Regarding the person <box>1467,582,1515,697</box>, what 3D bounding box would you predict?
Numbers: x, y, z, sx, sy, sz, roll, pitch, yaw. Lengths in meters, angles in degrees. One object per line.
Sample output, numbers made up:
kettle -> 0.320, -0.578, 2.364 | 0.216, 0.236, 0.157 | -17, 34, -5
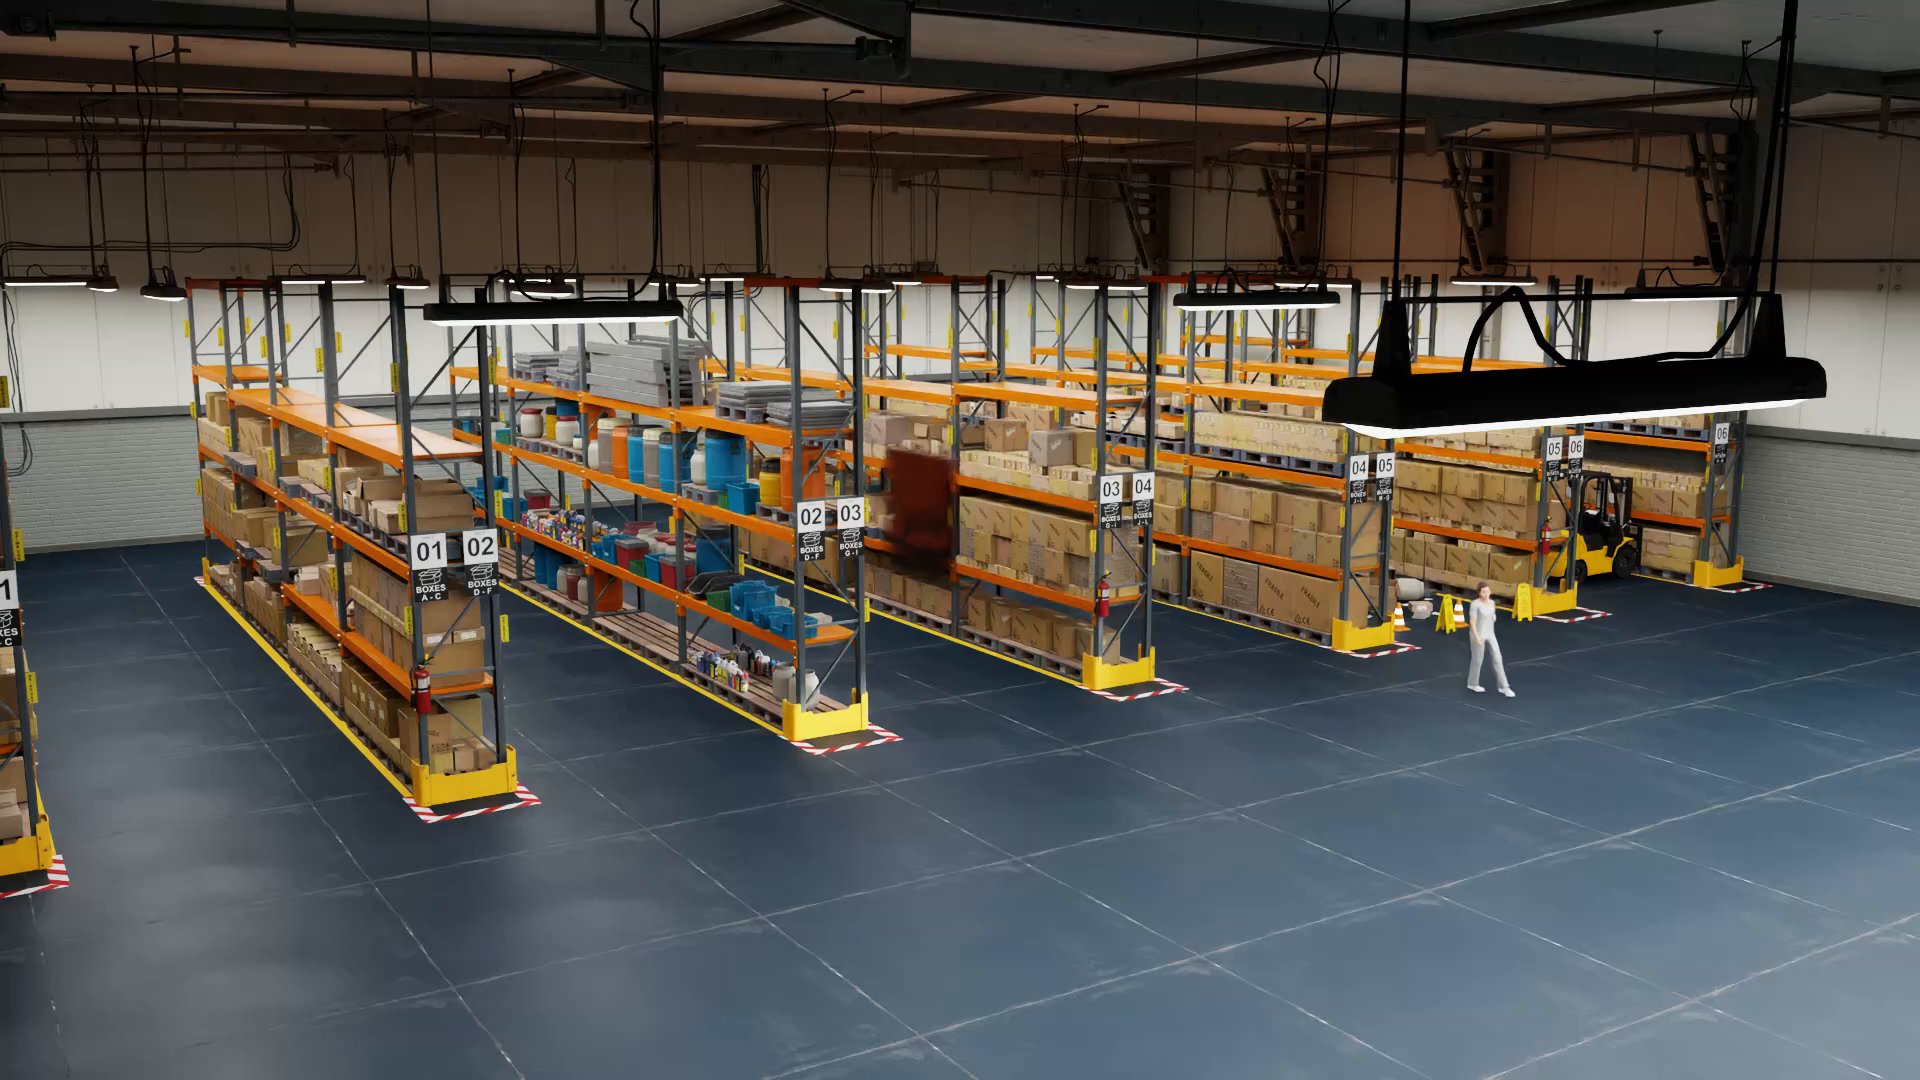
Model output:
person -> 7.747, 1.454, 24.362 | 0.517, 1.667, 0.771 | -3, 10, -17
